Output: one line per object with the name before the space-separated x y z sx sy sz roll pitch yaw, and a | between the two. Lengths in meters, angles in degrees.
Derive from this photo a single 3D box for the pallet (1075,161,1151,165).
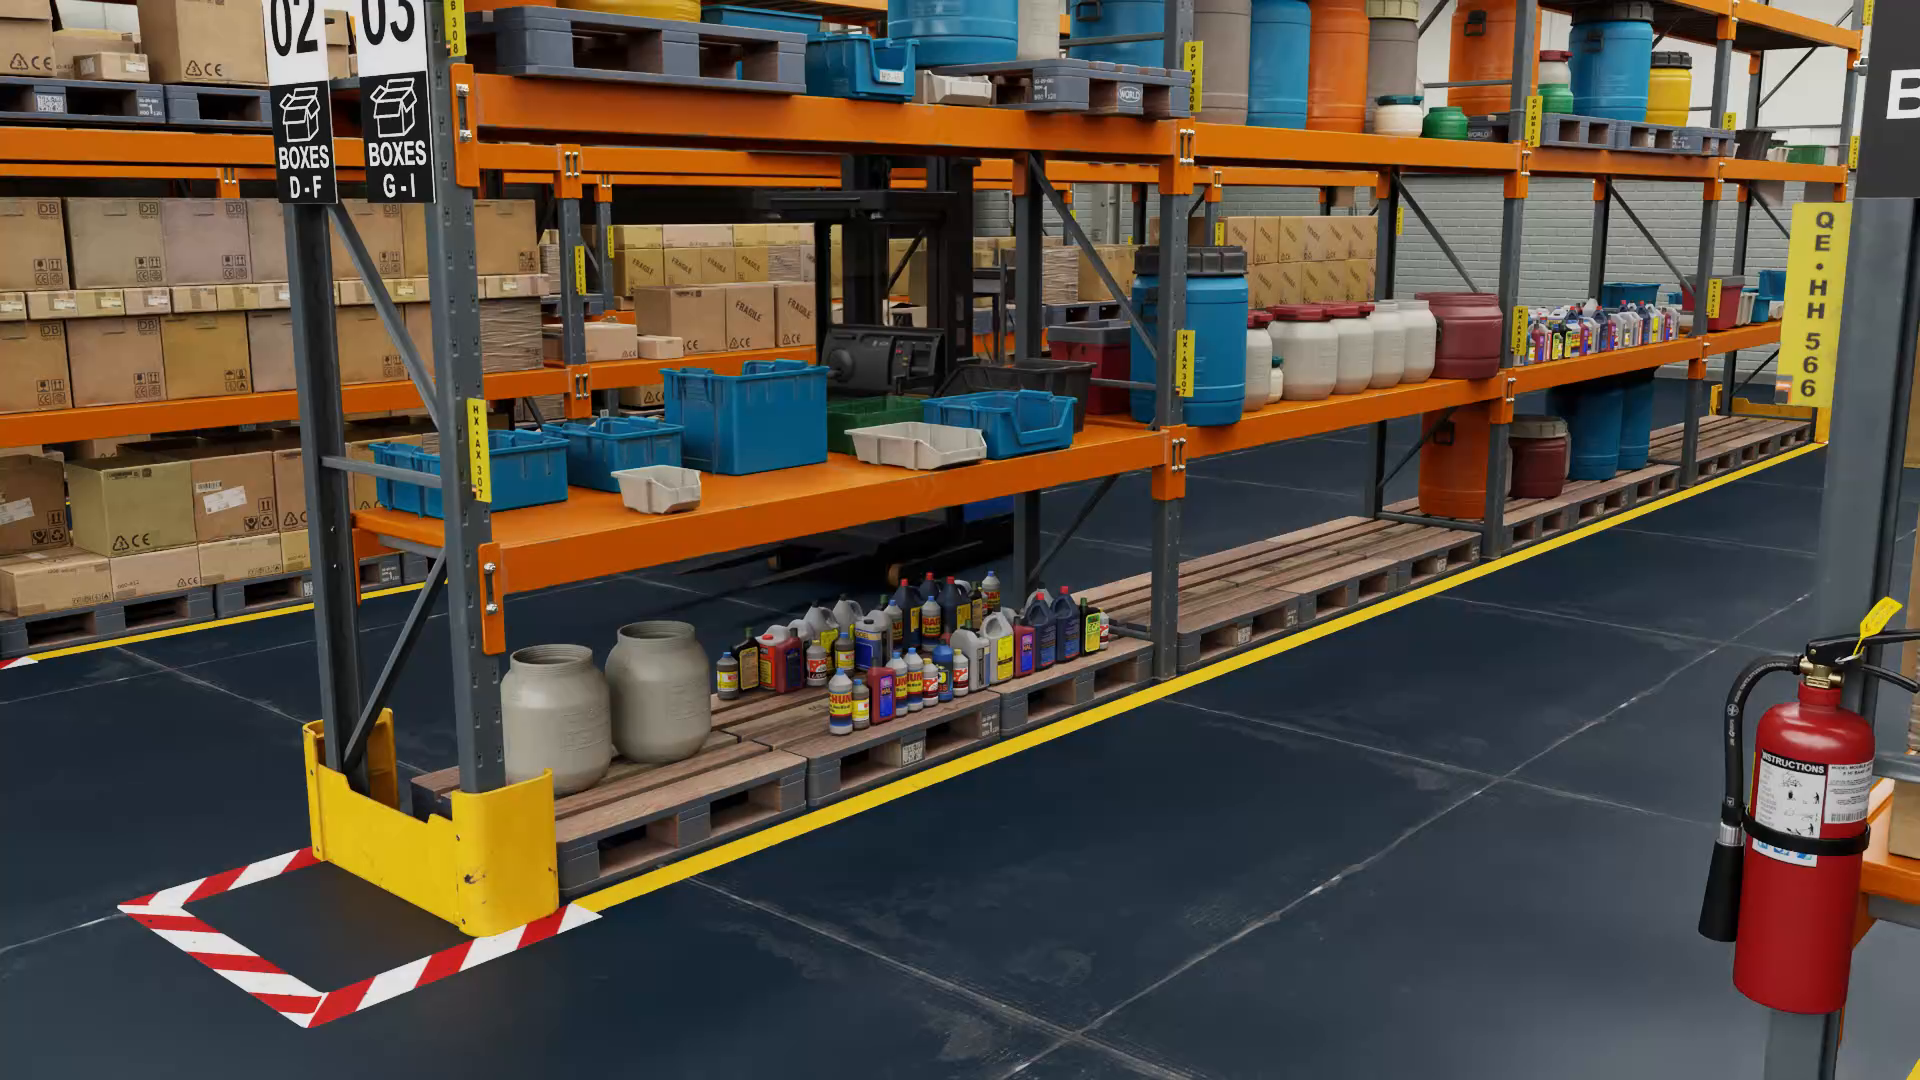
pallet | 1.103 -3.766 16.230 1.213 0.211 1.003 10 15 40

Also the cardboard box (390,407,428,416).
cardboard box | -5.592 -1.343 16.535 0.700 0.500 0.500 10 15 41

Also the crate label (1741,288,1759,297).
crate label | 8.217 -2.528 17.485 0.416 0.233 0.303 10 15 40

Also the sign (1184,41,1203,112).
sign | 1.112 -2.212 7.945 0.100 0.325 0.005 10 15 40

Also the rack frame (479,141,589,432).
rack frame | -3.012 -1.450 11.813 1.000 3.000 0.127 10 15 40

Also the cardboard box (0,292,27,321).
cardboard box | -5.232 -1.259 8.943 0.380 0.149 0.250 10 15 40

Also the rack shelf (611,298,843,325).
rack shelf | -2.775 -2.620 19.507 1.077 0.370 4.000 10 15 40

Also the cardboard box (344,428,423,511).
cardboard box | -3.820 -0.433 10.753 0.500 0.500 0.500 10 15 40

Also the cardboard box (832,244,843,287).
cardboard box | -1.571 -3.371 20.366 0.500 0.500 0.500 9 15 39

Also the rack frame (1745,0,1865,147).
rack frame | 8.627 -5.517 16.856 1.000 3.000 0.127 10 15 40

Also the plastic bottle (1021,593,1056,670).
plastic bottle | 0.371 0.434 8.018 0.144 0.351 0.185 9 14 38

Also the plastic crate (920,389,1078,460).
plastic crate | 0.179 -0.538 7.628 0.499 0.251 0.616 10 15 40

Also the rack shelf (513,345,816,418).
rack shelf | -1.692 -1.392 13.357 1.077 0.370 4.000 10 15 40

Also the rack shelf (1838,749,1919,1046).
rack shelf | 3.106 0.478 3.995 1.077 0.370 4.000 10 15 40

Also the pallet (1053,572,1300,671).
pallet | 1.195 0.438 9.481 1.003 0.211 1.213 10 15 40

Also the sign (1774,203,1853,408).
sign | 1.382 -0.378 2.681 0.100 0.325 0.005 10 15 40

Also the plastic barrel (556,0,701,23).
plastic barrel | -1.277 -2.174 6.226 0.600 0.588 0.600 0 11 0

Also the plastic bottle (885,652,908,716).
plastic bottle | -0.277 0.625 7.268 0.097 0.271 0.097 0 11 0

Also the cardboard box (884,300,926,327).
cardboard box | -0.645 -1.947 14.529 0.500 0.311 0.500 11 16 44

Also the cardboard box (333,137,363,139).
cardboard box | -5.909 -3.884 15.496 0.500 0.311 0.500 10 15 42

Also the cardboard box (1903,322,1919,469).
cardboard box | 1.963 -0.378 2.880 0.500 0.500 0.500 10 15 40

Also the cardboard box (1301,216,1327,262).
cardboard box | 3.811 -3.427 18.903 0.500 0.500 0.500 10 15 42

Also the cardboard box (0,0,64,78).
cardboard box | -5.270 -2.742 8.929 0.637 0.503 0.797 -11 16 -44

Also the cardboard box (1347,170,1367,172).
cardboard box | 4.429 -4.431 19.463 0.500 0.250 0.500 10 15 40

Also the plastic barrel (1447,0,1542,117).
plastic barrel | 3.723 -3.368 11.590 0.600 0.830 0.708 10 15 40

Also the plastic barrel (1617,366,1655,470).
plastic barrel | 5.615 -1.085 14.272 0.600 0.901 0.708 10 15 40

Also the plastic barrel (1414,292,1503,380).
plastic barrel | 3.268 -1.357 10.999 0.600 0.536 0.708 10 15 40

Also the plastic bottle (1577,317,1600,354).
plastic bottle | 4.790 -1.563 12.694 0.152 0.276 0.135 10 15 40

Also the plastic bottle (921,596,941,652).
plastic bottle | -0.144 0.415 8.317 0.097 0.271 0.097 0 11 0

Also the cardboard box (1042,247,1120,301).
cardboard box | 1.149 -2.614 16.314 0.700 0.500 0.500 6 13 26

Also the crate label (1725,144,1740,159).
crate label | 6.527 -3.362 14.403 0.293 0.136 0.466 10 15 40

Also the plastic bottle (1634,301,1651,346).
plastic bottle | 5.504 -1.757 13.477 0.144 0.351 0.185 10 15 40

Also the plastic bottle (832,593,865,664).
plastic bottle | -0.544 0.429 8.042 0.144 0.351 0.185 10 15 40

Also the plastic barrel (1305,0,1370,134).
plastic barrel | 2.209 -2.890 10.269 0.600 0.830 0.708 10 15 40

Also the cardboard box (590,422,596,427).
cardboard box | -2.622 -0.757 12.858 0.500 0.311 0.500 10 15 42

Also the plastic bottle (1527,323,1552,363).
plastic bottle | 4.180 -1.427 12.013 0.152 0.276 0.135 10 15 40

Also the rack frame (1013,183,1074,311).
rack frame | 1.185 -3.856 23.857 1.000 3.000 0.127 10 15 40

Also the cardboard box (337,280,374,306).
cardboard box | -3.870 -1.563 10.467 0.380 0.149 0.250 10 15 42

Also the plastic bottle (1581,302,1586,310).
plastic bottle | 5.424 -1.930 14.515 0.061 0.283 0.133 10 15 40

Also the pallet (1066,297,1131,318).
pallet | 1.659 -2.430 17.207 1.003 0.211 1.213 10 15 40

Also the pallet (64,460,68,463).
pallet | -7.153 -0.619 14.773 1.003 0.211 1.213 10 15 40

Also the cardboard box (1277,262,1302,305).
cardboard box | 3.477 -2.865 18.642 0.500 0.500 0.500 10 15 40

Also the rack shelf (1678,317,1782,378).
rack shelf | 7.307 -1.928 16.041 1.077 0.370 4.000 10 15 40

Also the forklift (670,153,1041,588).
forklift | -0.645 -1.230 10.889 1.130 2.935 3.031 7 13 33

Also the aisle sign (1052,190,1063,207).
aisle sign | 1.458 -5.102 23.461 0.394 0.787 0.004 10 15 40

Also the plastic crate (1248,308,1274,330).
plastic crate | 2.050 -1.231 10.552 0.402 0.464 0.583 10 15 40

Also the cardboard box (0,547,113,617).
cardboard box | -5.132 0.231 9.346 0.500 0.250 0.500 10 15 40

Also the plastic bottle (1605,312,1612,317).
plastic bottle | 5.201 -1.689 13.337 0.097 0.271 0.097 0 11 0

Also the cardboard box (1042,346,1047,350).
cardboard box | 0.798 -2.720 23.480 0.700 0.500 0.500 10 15 40

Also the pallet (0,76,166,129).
pallet | -5.167 -2.390 9.086 1.003 0.211 1.213 10 15 40

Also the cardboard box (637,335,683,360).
cardboard box | -2.274 -1.431 12.358 0.380 0.149 0.250 10 15 40

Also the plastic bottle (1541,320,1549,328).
plastic bottle | 4.737 -1.686 13.502 0.097 0.201 0.097 0 11 0

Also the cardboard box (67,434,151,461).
cardboard box | -7.391 -0.922 14.429 0.500 0.500 0.500 8 14 36

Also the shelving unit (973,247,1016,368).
shelving unit | 0.290 -1.118 12.449 0.431 2.100 0.503 7 13 33

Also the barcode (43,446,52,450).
barcode | -7.827 -0.767 14.263 0.001 0.075 0.075 10 15 40

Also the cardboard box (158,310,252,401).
cardboard box | -4.660 -1.128 9.945 0.700 0.500 0.500 10 15 41
